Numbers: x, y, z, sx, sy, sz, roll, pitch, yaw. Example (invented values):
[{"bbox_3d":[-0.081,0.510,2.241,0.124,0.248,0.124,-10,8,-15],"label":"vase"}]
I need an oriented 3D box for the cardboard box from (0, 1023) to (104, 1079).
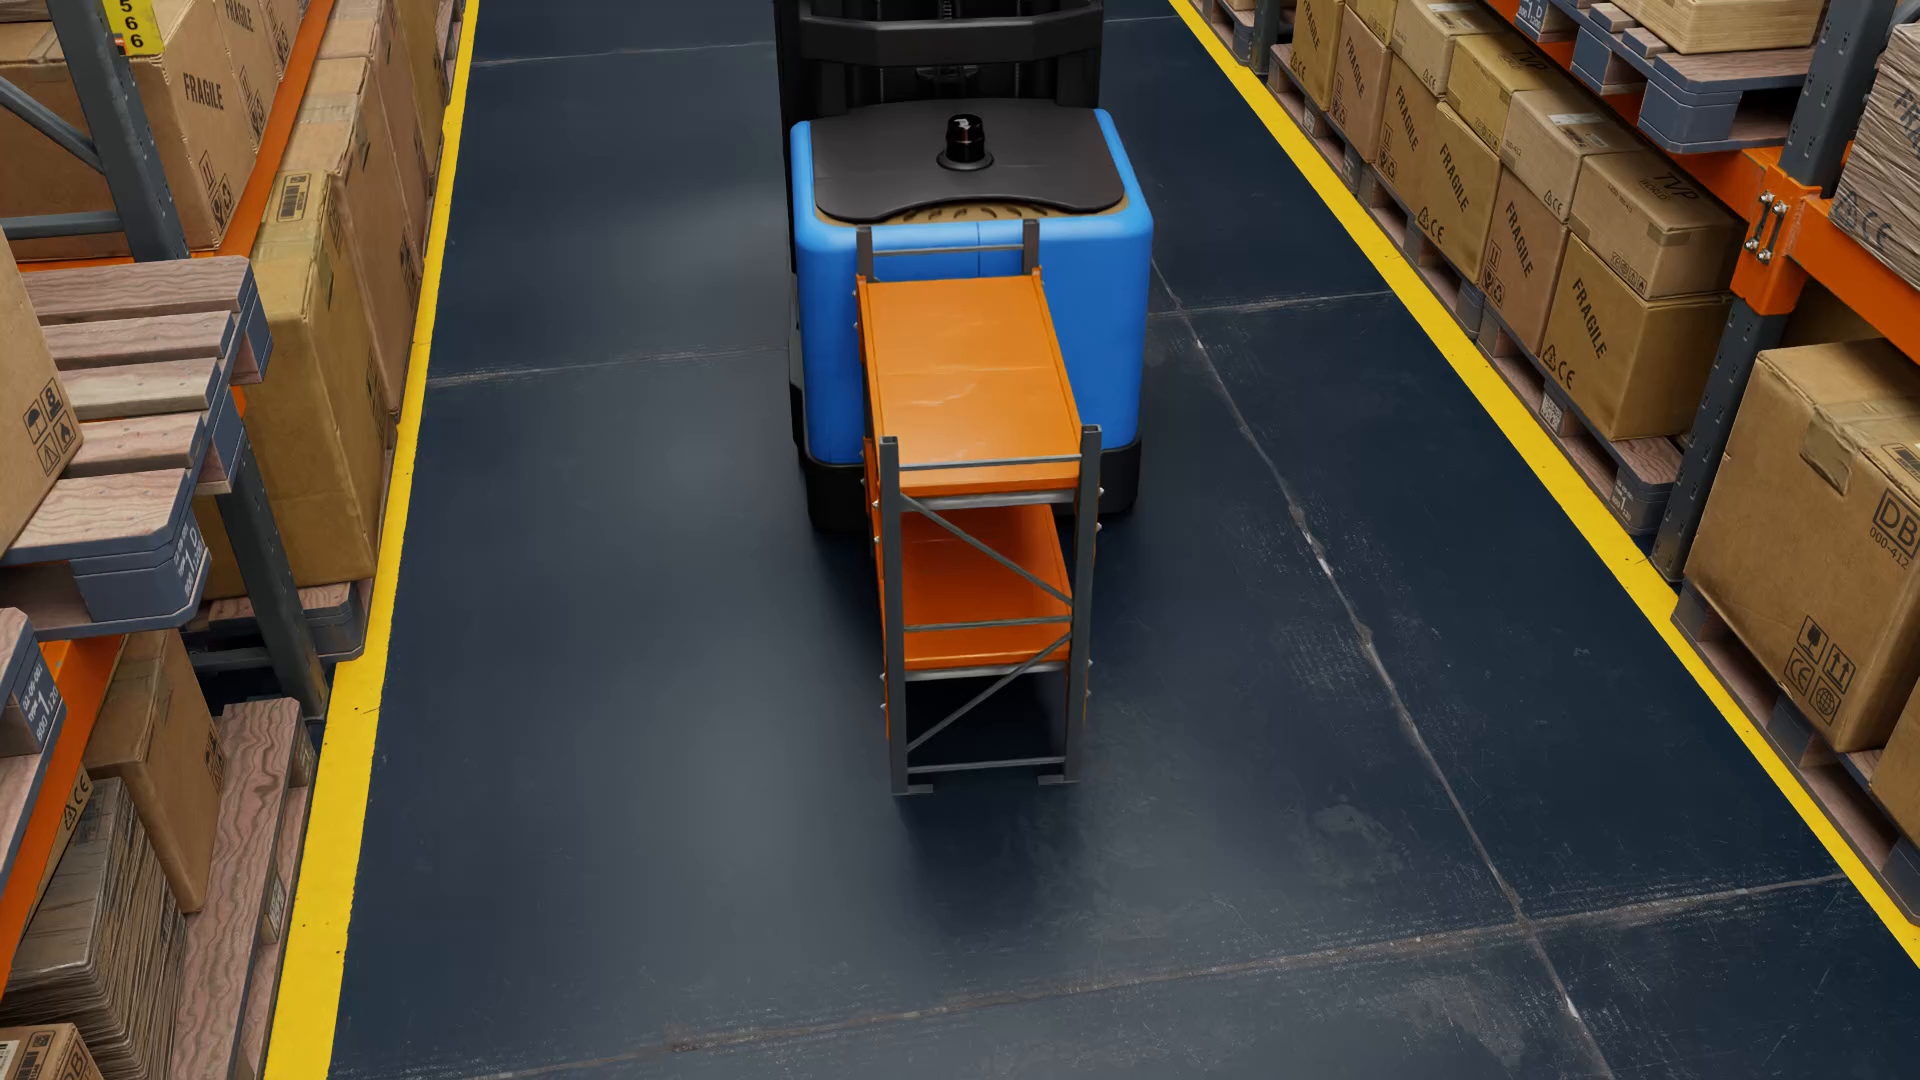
[{"bbox_3d":[-1.907,1.227,2.904,0.700,0.500,0.500,-3,38,-4],"label":"cardboard box"}]

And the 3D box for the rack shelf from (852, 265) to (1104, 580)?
[{"bbox_3d":[0.018,-0.334,4.286,0.538,0.278,1.000,-4,38,-5],"label":"rack shelf"}]

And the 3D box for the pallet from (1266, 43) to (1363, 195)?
[{"bbox_3d":[2.077,-1.981,7.628,1.003,0.211,1.213,-6,38,-8],"label":"pallet"}]

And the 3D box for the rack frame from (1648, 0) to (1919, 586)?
[{"bbox_3d":[2.640,-1.136,4.268,1.000,3.000,0.127,-6,38,-8],"label":"rack frame"}]

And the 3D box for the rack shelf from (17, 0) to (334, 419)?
[{"bbox_3d":[-2.611,-1.588,5.435,1.077,0.370,4.000,-6,38,-8],"label":"rack shelf"}]

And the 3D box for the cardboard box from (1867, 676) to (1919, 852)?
[{"bbox_3d":[2.815,0.491,3.664,1.050,0.750,0.750,-6,38,-7],"label":"cardboard box"}]

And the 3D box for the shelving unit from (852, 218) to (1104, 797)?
[{"bbox_3d":[0.018,-0.103,4.466,0.538,1.125,1.048,-4,38,-5],"label":"shelving unit"}]

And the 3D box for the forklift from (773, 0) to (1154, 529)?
[{"bbox_3d":[-0.095,-2.083,5.542,1.130,2.935,3.031,-4,38,-4],"label":"forklift"}]

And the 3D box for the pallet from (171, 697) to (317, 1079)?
[{"bbox_3d":[-2.125,0.909,3.907,1.003,0.211,1.213,-6,38,-8],"label":"pallet"}]

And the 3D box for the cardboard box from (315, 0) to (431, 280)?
[{"bbox_3d":[-2.673,-1.483,6.103,1.225,0.875,0.875,-7,38,-10],"label":"cardboard box"}]

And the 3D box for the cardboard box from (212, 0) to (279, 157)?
[{"bbox_3d":[-2.171,-1.337,4.445,0.500,0.500,0.500,-7,38,-9],"label":"cardboard box"}]

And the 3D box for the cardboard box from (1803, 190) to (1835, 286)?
[{"bbox_3d":[2.758,-1.054,5.245,0.500,0.250,0.500,-8,39,-10],"label":"cardboard box"}]

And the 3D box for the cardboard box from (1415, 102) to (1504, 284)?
[{"bbox_3d":[2.071,-1.316,6.194,0.500,0.500,0.500,-8,39,-10],"label":"cardboard box"}]

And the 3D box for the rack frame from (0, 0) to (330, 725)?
[{"bbox_3d":[-2.261,-0.664,3.660,1.000,3.000,0.127,-6,38,-8],"label":"rack frame"}]

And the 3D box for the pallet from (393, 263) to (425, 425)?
[{"bbox_3d":[-2.535,-0.782,6.085,1.003,0.211,1.213,-6,38,-8],"label":"pallet"}]

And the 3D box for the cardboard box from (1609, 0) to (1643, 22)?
[{"bbox_3d":[2.059,-1.602,4.729,0.380,0.149,0.250,-6,38,-8],"label":"cardboard box"}]

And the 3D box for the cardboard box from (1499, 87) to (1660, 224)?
[{"bbox_3d":[2.163,-1.300,5.562,0.500,0.250,0.500,-6,38,-7],"label":"cardboard box"}]

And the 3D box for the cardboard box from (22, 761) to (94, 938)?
[{"bbox_3d":[-2.011,0.574,3.134,0.500,0.250,0.500,-2,38,-3],"label":"cardboard box"}]

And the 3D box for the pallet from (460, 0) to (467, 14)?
[{"bbox_3d":[-3.235,-3.185,9.177,1.003,0.211,1.213,-6,38,-8],"label":"pallet"}]

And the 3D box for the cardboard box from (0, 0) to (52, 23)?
[{"bbox_3d":[-2.373,-1.543,3.892,0.797,0.503,0.637,-5,38,-6],"label":"cardboard box"}]

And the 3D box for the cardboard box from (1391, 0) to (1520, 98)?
[{"bbox_3d":[1.989,-1.923,6.364,0.500,0.250,0.500,-5,38,-6],"label":"cardboard box"}]

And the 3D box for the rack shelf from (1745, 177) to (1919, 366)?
[{"bbox_3d":[2.991,0.356,2.933,1.077,0.370,4.000,-6,38,-8],"label":"rack shelf"}]

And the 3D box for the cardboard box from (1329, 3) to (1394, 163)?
[{"bbox_3d":[1.902,-1.937,6.993,0.500,0.500,0.500,-5,38,-6],"label":"cardboard box"}]

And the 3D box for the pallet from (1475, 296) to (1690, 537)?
[{"bbox_3d":[2.505,-0.507,5.731,1.003,0.211,1.213,-6,38,-8],"label":"pallet"}]

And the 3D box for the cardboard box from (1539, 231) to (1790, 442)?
[{"bbox_3d":[2.267,-0.684,5.381,0.500,0.500,0.500,-6,38,-8],"label":"cardboard box"}]

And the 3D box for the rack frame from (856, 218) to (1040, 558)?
[{"bbox_3d":[-0.032,-0.413,4.865,0.500,1.125,0.032,-4,38,-5],"label":"rack frame"}]

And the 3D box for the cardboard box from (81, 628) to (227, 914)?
[{"bbox_3d":[-2.123,0.552,3.773,0.700,0.500,0.500,-8,39,-10],"label":"cardboard box"}]

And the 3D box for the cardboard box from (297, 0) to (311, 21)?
[{"bbox_3d":[-2.350,-1.949,5.232,0.500,0.500,0.500,-6,38,-8],"label":"cardboard box"}]

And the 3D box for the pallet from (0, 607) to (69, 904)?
[{"bbox_3d":[-1.873,0.603,2.185,1.003,0.211,1.213,-6,38,-8],"label":"pallet"}]

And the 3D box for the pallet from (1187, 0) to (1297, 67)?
[{"bbox_3d":[1.786,-2.853,8.750,1.003,0.211,1.213,-6,38,-8],"label":"pallet"}]

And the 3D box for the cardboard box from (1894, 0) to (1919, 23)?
[{"bbox_3d":[2.760,-1.495,4.592,0.380,0.149,0.250,-7,38,-9],"label":"cardboard box"}]

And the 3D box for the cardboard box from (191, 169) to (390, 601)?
[{"bbox_3d":[-2.361,-0.410,4.722,1.225,0.875,0.875,-8,39,-10],"label":"cardboard box"}]
